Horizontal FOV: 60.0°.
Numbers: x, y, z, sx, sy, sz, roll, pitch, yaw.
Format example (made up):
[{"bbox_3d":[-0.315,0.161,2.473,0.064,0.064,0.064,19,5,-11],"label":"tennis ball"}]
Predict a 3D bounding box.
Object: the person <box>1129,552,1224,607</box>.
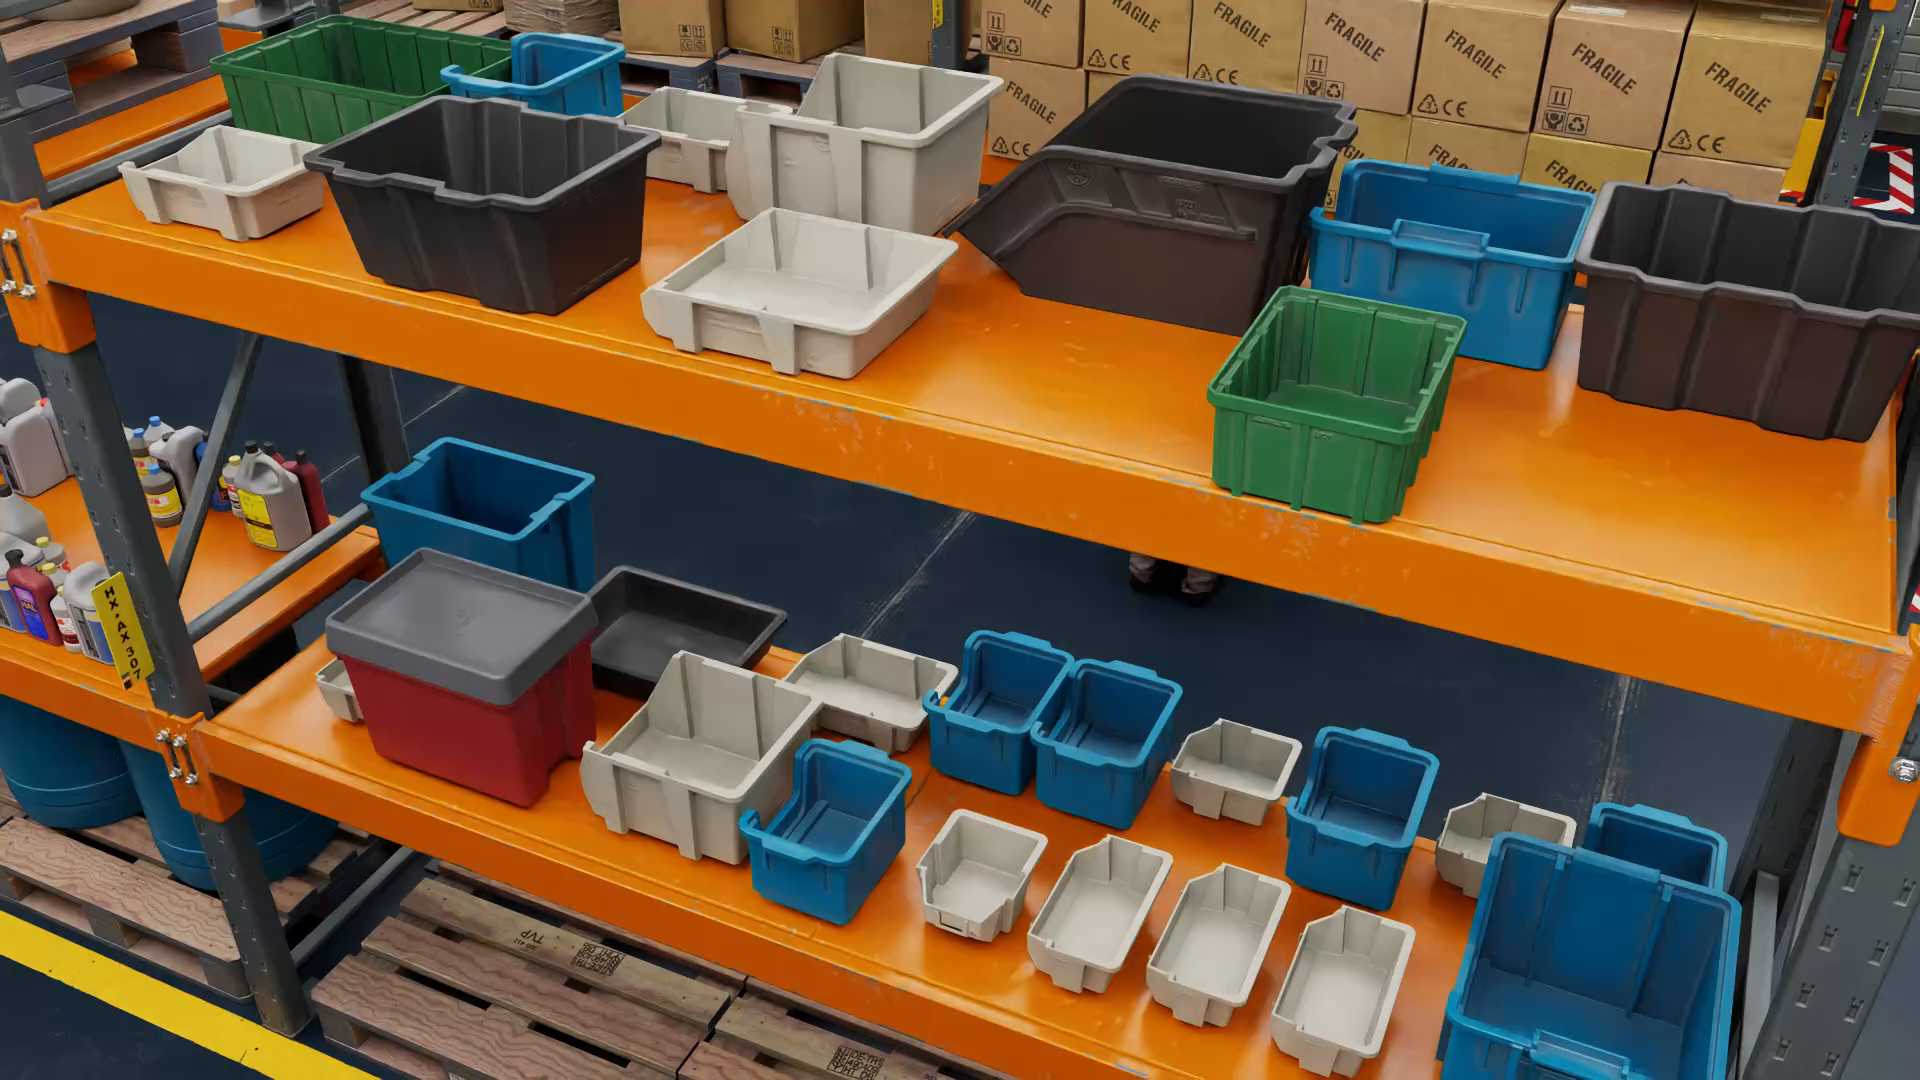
[{"bbox_3d":[1.011,-0.275,7.280,0.513,0.955,0.908,13,36,19],"label":"person"}]
